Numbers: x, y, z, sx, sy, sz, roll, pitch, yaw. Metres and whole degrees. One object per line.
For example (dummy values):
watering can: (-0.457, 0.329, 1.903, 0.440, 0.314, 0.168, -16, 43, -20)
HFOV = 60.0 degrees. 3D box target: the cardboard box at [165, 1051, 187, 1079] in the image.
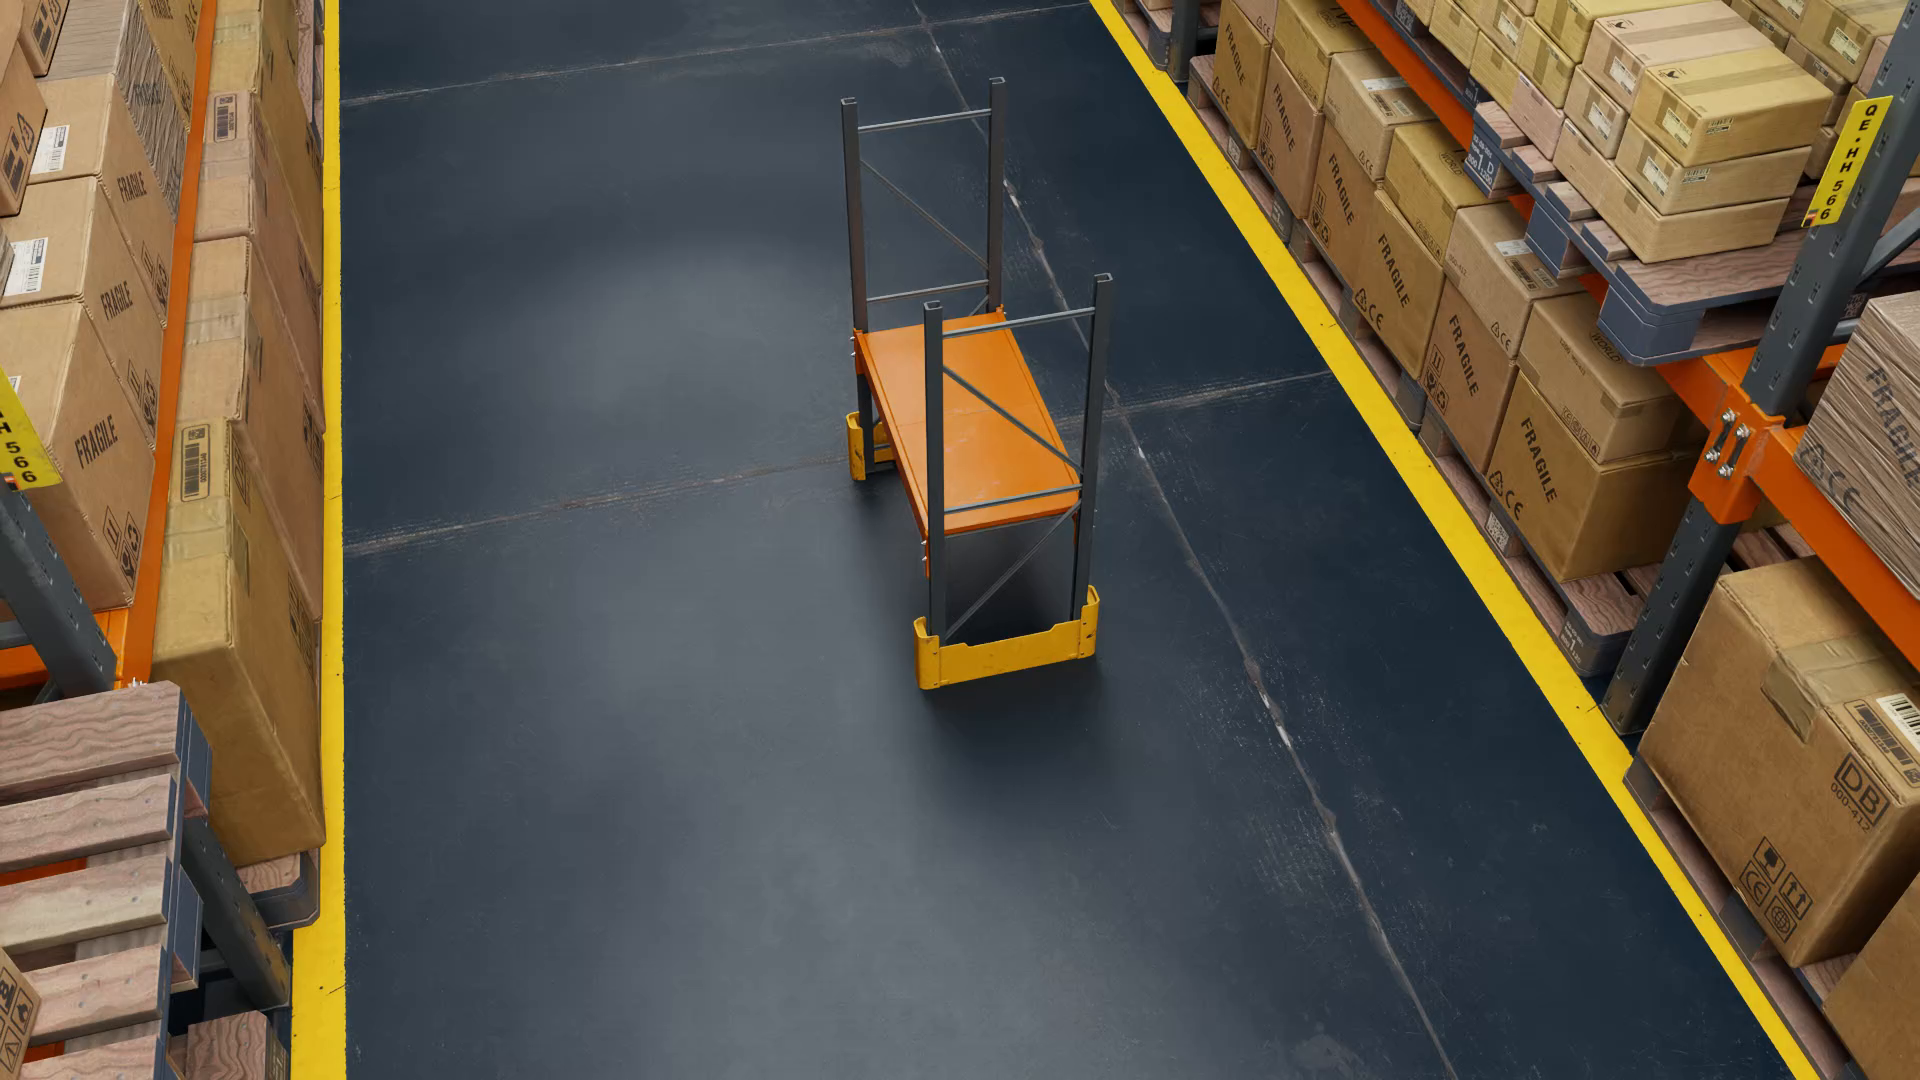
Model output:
cardboard box: (-2.123, 1.447, 3.674, 0.700, 0.500, 0.500, -13, 47, -12)

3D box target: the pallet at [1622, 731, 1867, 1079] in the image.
pallet: (2.636, 0.964, 4.658, 1.003, 0.211, 1.213, -11, 47, -10)

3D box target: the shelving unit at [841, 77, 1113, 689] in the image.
shelving unit: (0.020, -0.472, 5.163, 0.587, 1.500, 1.083, -11, 47, -10)

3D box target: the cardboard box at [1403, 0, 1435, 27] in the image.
cardboard box: (1.613, -1.772, 5.269, 0.380, 0.149, 0.250, -9, 46, -9)

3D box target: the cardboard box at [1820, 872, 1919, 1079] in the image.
cardboard box: (2.803, 1.110, 3.843, 1.050, 0.750, 0.750, -10, 46, -10)

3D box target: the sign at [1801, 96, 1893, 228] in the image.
sign: (1.984, -0.842, 3.720, 0.100, 0.325, 0.005, -11, 47, -10)

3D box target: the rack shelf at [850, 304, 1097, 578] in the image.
rack shelf: (0.022, -0.340, 5.285, 0.538, 0.185, 1.000, -11, 47, -10)

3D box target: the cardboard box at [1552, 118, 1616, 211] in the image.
cardboard box: (1.874, -1.058, 4.568, 0.380, 0.149, 0.250, -11, 47, -10)

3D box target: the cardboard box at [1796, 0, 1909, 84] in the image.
cardboard box: (2.504, -1.377, 4.465, 0.380, 0.149, 0.250, -12, 47, -11)

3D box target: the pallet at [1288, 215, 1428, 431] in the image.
pallet: (1.999, -0.975, 6.558, 1.003, 0.211, 1.213, -11, 47, -10)

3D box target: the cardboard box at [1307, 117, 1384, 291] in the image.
cardboard box: (1.700, -1.321, 6.401, 0.500, 0.500, 0.500, -10, 46, -10)

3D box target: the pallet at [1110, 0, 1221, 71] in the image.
pallet: (1.276, -2.813, 8.359, 1.003, 0.211, 1.213, -11, 47, -10)

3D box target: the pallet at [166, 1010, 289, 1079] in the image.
pallet: (-2.115, 1.783, 3.855, 1.003, 0.211, 1.213, -11, 47, -10)

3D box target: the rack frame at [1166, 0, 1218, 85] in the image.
rack frame: (1.483, -3.332, 6.915, 1.000, 3.000, 0.127, -11, 47, -10)

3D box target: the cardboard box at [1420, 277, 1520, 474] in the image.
cardboard box: (1.956, -0.608, 5.702, 0.500, 0.500, 0.500, -9, 46, -9)

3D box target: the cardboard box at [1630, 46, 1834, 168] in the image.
cardboard box: (1.938, -1.092, 4.185, 0.380, 0.149, 0.250, -12, 47, -12)

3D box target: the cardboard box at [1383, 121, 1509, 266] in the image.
cardboard box: (1.823, -1.230, 5.786, 0.500, 0.250, 0.500, -10, 46, -9)

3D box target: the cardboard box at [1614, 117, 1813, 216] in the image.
cardboard box: (1.940, -0.991, 4.295, 0.380, 0.149, 0.250, -10, 46, -9)

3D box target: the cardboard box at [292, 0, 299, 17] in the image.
cardboard box: (-3.660, -2.990, 7.773, 0.875, 0.875, 0.875, -11, 47, -10)

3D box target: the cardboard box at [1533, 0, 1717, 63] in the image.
cardboard box: (1.809, -1.447, 4.533, 0.380, 0.149, 0.250, -9, 46, -9)

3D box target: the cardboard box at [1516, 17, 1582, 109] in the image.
cardboard box: (1.800, -1.356, 4.653, 0.380, 0.149, 0.250, -10, 46, -9)

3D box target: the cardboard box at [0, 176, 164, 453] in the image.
cardboard box: (-2.310, -0.509, 4.079, 0.500, 0.500, 0.500, -12, 47, -11)

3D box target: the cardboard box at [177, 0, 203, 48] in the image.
cardboard box: (-2.834, -1.914, 5.456, 0.500, 0.500, 0.500, -9, 46, -9)

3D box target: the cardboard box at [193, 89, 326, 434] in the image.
cardboard box: (-2.925, -0.843, 5.670, 1.225, 0.875, 0.875, -12, 47, -12)

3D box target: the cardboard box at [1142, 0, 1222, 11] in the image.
cardboard box: (1.053, -2.690, 7.988, 0.380, 0.149, 0.250, -10, 46, -10)

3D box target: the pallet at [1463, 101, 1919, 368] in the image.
pallet: (2.221, -0.976, 4.740, 1.213, 0.211, 1.003, -11, 47, -10)

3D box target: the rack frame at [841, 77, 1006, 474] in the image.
rack frame: (-0.108, -0.817, 5.501, 0.500, 1.500, 0.032, -11, 47, -10)

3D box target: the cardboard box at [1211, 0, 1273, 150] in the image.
cardboard box: (1.415, -2.045, 7.110, 0.500, 0.500, 0.500, -9, 46, -9)

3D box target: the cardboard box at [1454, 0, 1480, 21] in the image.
cardboard box: (1.675, -1.702, 4.991, 0.380, 0.149, 0.250, -11, 47, -11)

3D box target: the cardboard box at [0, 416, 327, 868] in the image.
cardboard box: (-2.470, 0.383, 4.468, 1.225, 0.875, 0.875, -13, 47, -12)

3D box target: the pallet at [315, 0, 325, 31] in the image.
pallet: (-3.773, -2.902, 8.446, 1.003, 0.211, 1.213, -11, 47, -10)

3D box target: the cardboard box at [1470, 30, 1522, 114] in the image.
cardboard box: (1.748, -1.408, 4.911, 0.380, 0.149, 0.250, -11, 47, -11)

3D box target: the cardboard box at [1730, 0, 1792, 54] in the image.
cardboard box: (2.434, -1.474, 4.768, 0.380, 0.149, 0.250, -12, 47, -12)

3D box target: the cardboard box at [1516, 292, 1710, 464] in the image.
cardboard box: (2.078, -0.529, 5.099, 0.500, 0.250, 0.500, -12, 47, -11)

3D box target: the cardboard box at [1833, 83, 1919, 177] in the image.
cardboard box: (2.577, -1.104, 4.405, 0.380, 0.149, 0.250, -9, 46, -9)

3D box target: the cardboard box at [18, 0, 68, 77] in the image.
cardboard box: (-2.828, -1.539, 4.386, 0.797, 0.503, 0.637, -9, 46, -9)

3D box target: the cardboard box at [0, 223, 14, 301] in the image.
cardboard box: (-2.485, -0.627, 3.492, 0.797, 0.503, 0.637, -9, 46, -9)

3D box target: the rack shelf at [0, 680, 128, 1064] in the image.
rack shelf: (-1.802, 1.899, 2.292, 1.077, 0.370, 4.000, -11, 47, -10)

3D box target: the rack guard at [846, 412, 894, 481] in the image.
rack guard: (-0.108, -0.379, 5.946, 0.587, 0.250, 0.087, -11, 47, -10)

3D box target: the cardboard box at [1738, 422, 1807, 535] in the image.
cardboard box: (2.572, -0.377, 5.476, 0.500, 0.500, 0.500, -13, 47, -12)

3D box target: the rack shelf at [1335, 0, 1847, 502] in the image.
rack shelf: (1.995, -1.699, 5.819, 1.077, 0.370, 4.000, -11, 47, -10)

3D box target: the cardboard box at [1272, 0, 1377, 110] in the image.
cardboard box: (1.555, -1.941, 6.483, 0.500, 0.250, 0.500, -10, 46, -9)

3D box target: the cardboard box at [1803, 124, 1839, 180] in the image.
cardboard box: (2.519, -1.160, 4.669, 0.380, 0.149, 0.250, -9, 46, -8)

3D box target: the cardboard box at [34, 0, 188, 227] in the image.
cardboard box: (-2.570, -1.208, 4.763, 0.500, 0.500, 0.500, -11, 47, -10)
